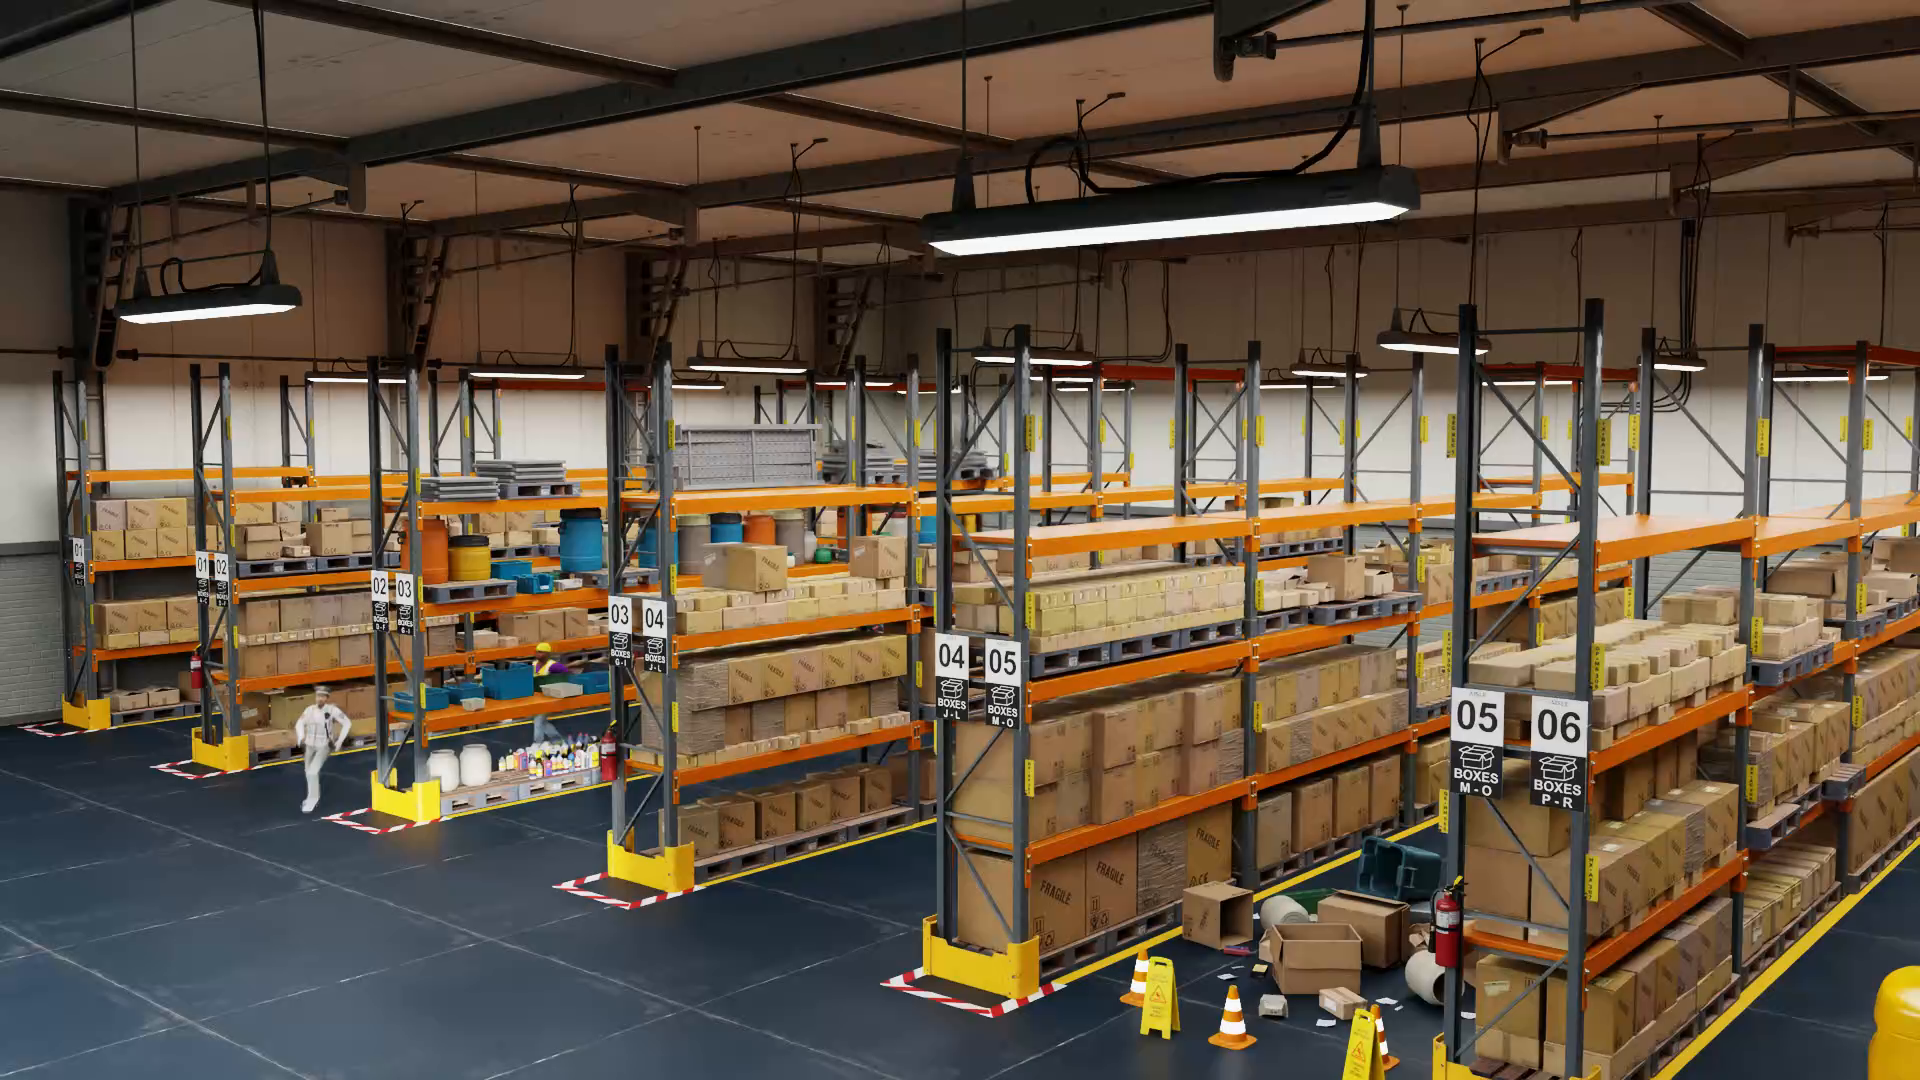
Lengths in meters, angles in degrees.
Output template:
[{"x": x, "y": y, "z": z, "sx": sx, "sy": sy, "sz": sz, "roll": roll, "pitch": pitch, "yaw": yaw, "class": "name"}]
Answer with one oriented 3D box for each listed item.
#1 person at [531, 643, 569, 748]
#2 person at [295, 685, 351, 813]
[{"x": -6.327, "y": 2.431, "z": 25.187, "sx": 0.700, "sy": 1.765, "sz": 0.917, "roll": 3, "pitch": 5, "yaw": 33, "class": "person"}, {"x": -8.473, "y": 2.754, "z": 22.040, "sx": 0.674, "sy": 1.690, "sz": 0.651, "roll": 1, "pitch": 4, "yaw": 8, "class": "person"}]
